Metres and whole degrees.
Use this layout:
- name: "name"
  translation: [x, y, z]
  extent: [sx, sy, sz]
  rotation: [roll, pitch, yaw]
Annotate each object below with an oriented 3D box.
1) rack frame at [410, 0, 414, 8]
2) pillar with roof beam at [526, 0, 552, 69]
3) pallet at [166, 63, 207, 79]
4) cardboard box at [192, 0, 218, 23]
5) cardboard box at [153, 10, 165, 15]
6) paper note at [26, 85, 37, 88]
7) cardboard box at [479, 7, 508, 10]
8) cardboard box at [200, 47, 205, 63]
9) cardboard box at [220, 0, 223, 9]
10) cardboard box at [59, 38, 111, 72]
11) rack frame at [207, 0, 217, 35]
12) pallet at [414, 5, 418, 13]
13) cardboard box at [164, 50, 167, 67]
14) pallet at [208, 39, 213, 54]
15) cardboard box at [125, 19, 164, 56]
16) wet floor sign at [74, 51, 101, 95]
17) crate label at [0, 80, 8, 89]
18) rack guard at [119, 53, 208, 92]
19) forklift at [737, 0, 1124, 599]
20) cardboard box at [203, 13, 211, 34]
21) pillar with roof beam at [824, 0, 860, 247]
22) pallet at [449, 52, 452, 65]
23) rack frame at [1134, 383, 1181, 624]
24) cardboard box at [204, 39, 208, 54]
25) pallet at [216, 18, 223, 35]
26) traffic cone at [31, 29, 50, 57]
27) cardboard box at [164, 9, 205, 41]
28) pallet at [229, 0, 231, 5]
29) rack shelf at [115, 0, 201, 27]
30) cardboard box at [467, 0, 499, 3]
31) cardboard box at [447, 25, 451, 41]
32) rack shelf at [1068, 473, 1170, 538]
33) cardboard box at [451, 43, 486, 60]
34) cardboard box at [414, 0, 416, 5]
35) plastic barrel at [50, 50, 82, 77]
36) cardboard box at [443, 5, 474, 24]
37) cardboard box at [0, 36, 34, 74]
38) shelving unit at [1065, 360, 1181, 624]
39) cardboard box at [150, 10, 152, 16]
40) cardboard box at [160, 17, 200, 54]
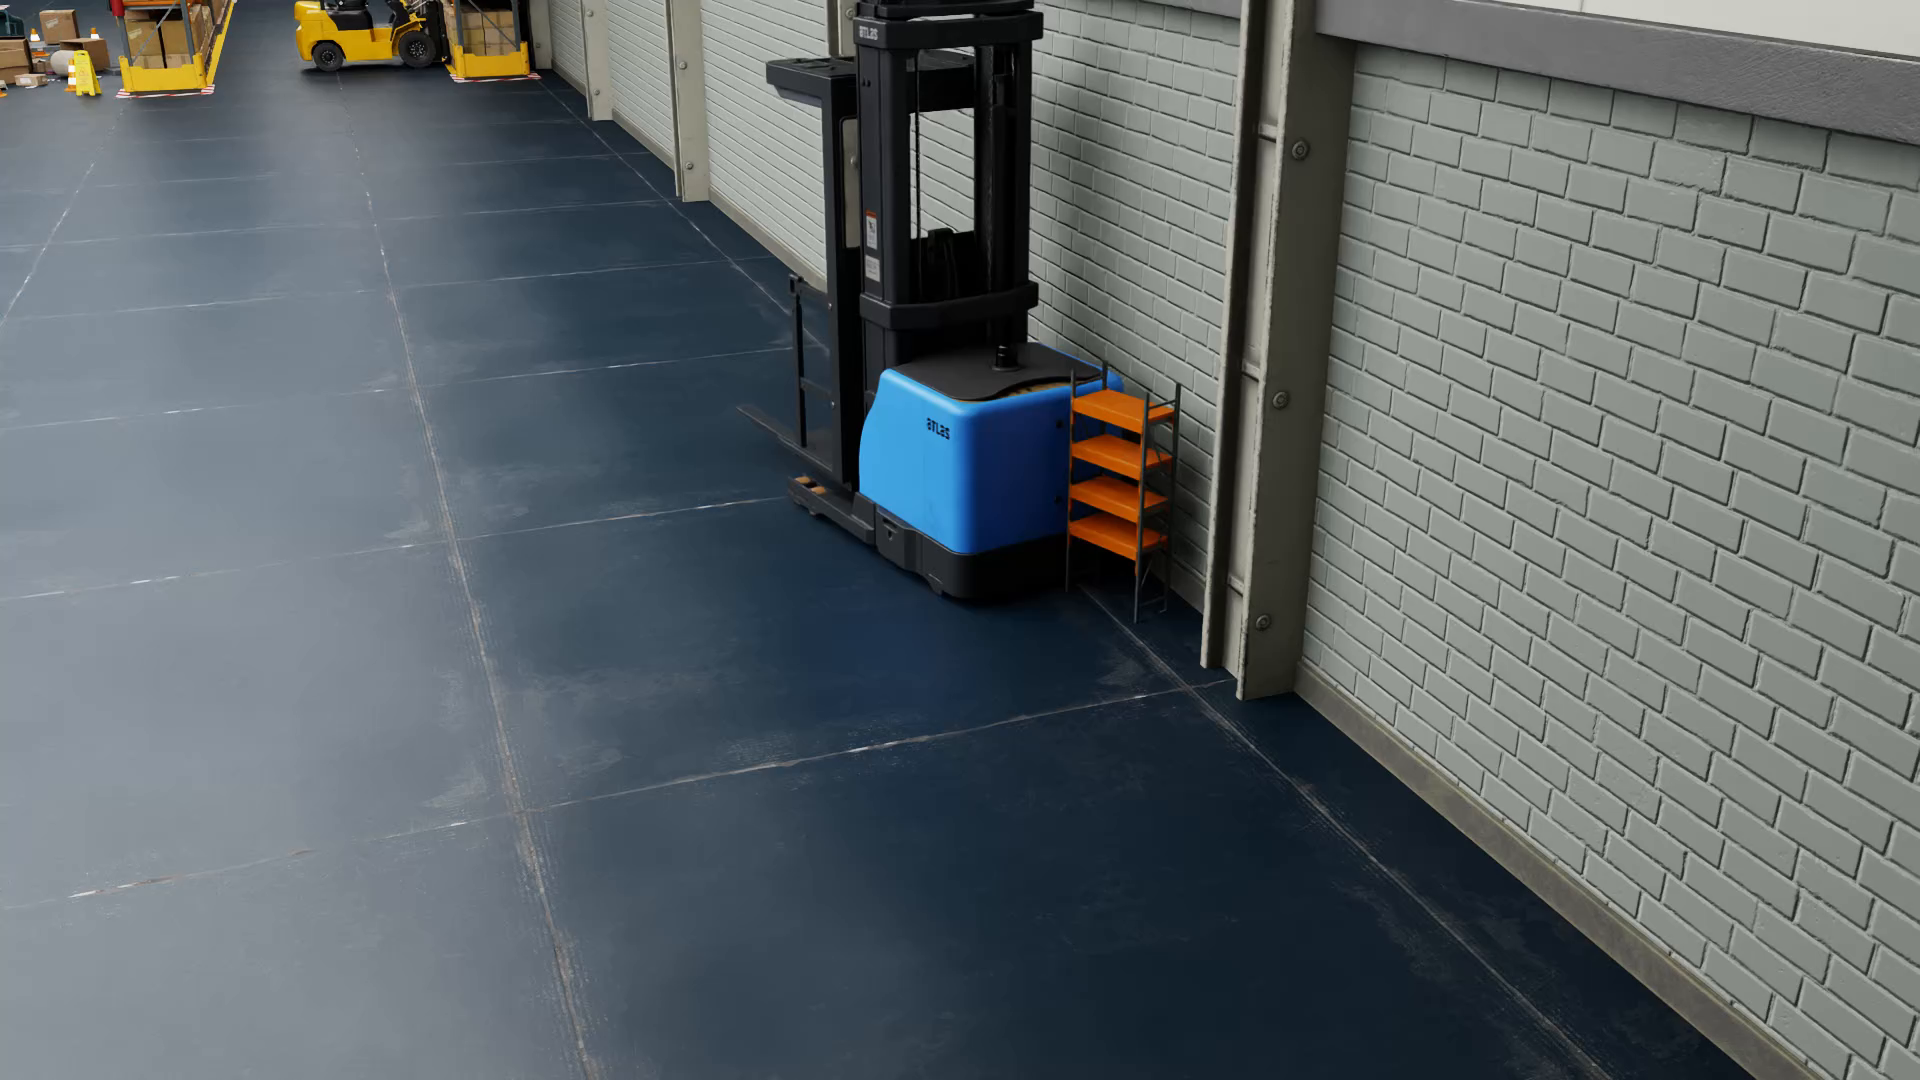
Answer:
- name: "rack frame"
  translation: [-11.967, -13.451, 37.302]
  extent: [1.000, 3.000, 0.127]
  rotation: [-8, 24, -19]
- name: "pillar with roof beam"
  translation: [-11.158, -11.642, 25.284]
  extent: [9.100, 9.000, 0.400]
  rotation: [-8, 24, -19]
- name: "pallet"
  translation: [-12.651, -7.451, 26.657]
  extent: [1.003, 0.211, 1.213]
  rotation: [-8, 24, -19]
- name: "cardboard box"
  translation: [-15.363, -10.792, 33.188]
  extent: [0.875, 0.875, 0.875]
  rotation: [-9, 24, -19]
- name: "cardboard box"
  translation: [-13.446, -8.501, 27.592]
  extent: [0.500, 0.500, 0.500]
  rotation: [-7, 24, -16]
- name: "paper note"
  translation: [-14.567, -7.111, 26.082]
  extent: [0.148, 0.019, 0.142]
  rotation: [-18, 29, -37]
- name: "cardboard box"
  translation: [-7.901, -8.860, 28.121]
  extent: [0.500, 0.250, 0.500]
  rotation: [-8, 24, -19]
- name: "cardboard box"
  translation: [-12.570, -7.853, 27.019]
  extent: [0.500, 0.250, 0.500]
  rotation: [-7, 24, -17]
- name: "cardboard box"
  translation: [-16.316, -11.769, 35.506]
  extent: [0.875, 0.875, 0.875]
  rotation: [-8, 24, -17]
- name: "cardboard box"
  translation: [-14.678, -8.135, 27.905]
  extent: [0.500, 0.500, 0.500]
  rotation: [8, 24, 18]
- name: "rack frame"
  translation: [-15.197, -11.315, 32.235]
  extent: [1.000, 3.000, 0.127]
  rotation: [-8, 24, -19]
- name: "pallet"
  translation: [-11.645, -11.876, 37.155]
  extent: [1.003, 0.211, 1.213]
  rotation: [-8, 24, -19]
- name: "cardboard box"
  translation: [-13.083, -7.781, 26.849]
  extent: [0.500, 0.250, 0.500]
  rotation: [-8, 24, -19]
- name: "pallet"
  translation: [-14.060, -8.860, 29.999]
  extent: [1.003, 0.211, 1.213]
  rotation: [-8, 24, -19]
- name: "cardboard box"
  translation: [-12.897, -7.936, 26.251]
  extent: [0.500, 0.500, 0.500]
  rotation: [-8, 24, -19]
- name: "wet floor sign"
  translation: [-13.304, -7.108, 25.283]
  extent: [0.267, 0.644, 0.232]
  rotation: [0, 23, -1]
- name: "crate label"
  translation: [-14.983, -7.070, 25.848]
  extent: [0.298, 0.136, 0.250]
  rotation: [18, 29, 36]
- name: "rack guard"
  translation: [-12.397, -7.284, 25.889]
  extent: [1.175, 0.500, 0.348]
  rotation: [-8, 24, -19]
- name: "forklift"
  translation: [-0.355, -1.579, 9.223]
  extent: [1.130, 2.935, 3.031]
  rotation: [-14, 26, -29]
- name: "cardboard box"
  translation: [-14.476, -9.548, 30.884]
  extent: [0.950, 0.372, 0.625]
  rotation: [-8, 24, -17]
- name: "pillar with roof beam"
  translation: [-4.800, -5.101, 9.767]
  extent: [9.100, 9.000, 0.400]
  rotation: [-8, 24, -19]
- name: "pallet"
  translation: [-8.465, -8.521, 29.194]
  extent: [1.003, 0.211, 1.213]
  rotation: [-8, 24, -19]
- name: "rack frame"
  translation: [0.961, -0.167, 8.102]
  extent: [0.240, 1.200, 0.015]
  rotation: [-19, 29, -37]
- name: "cardboard box"
  translation: [-13.126, -8.418, 28.361]
  extent: [0.500, 0.250, 0.500]
  rotation: [-9, 24, -20]
- name: "pallet"
  translation: [-15.405, -10.327, 33.481]
  extent: [1.003, 0.211, 1.213]
  rotation: [-8, 24, -19]
- name: "traffic cone"
  translation: [-16.569, -8.920, 29.817]
  extent: [0.336, 0.463, 0.334]
  rotation: [-8, 24, -19]
- name: "cardboard box"
  translation: [-12.961, -8.586, 27.793]
  extent: [0.500, 0.500, 0.500]
  rotation: [-7, 24, -16]
- name: "pallet"
  translation: [-17.667, -12.657, 39.009]
  extent: [1.003, 0.211, 1.213]
  rotation: [-8, 24, -19]
- name: "rack shelf"
  translation: [-13.077, -8.804, 27.202]
  extent: [1.077, 0.370, 4.000]
  rotation: [-8, 24, -19]
- name: "cardboard box"
  translation: [-8.427, -9.412, 29.430]
  extent: [0.500, 0.250, 0.500]
  rotation: [-8, 24, -19]
- name: "cardboard box"
  translation: [-8.360, -8.566, 28.066]
  extent: [0.500, 0.250, 0.500]
  rotation: [-9, 24, -20]
- name: "rack shelf"
  translation: [0.800, -0.177, 8.297]
  extent: [0.258, 0.148, 0.480]
  rotation: [-19, 29, -37]
- name: "cardboard box"
  translation: [-8.190, -8.145, 27.712]
  extent: [0.500, 0.250, 0.500]
  rotation: [-8, 24, -19]
- name: "cardboard box"
  translation: [-11.810, -12.094, 36.760]
  extent: [0.500, 0.500, 0.500]
  rotation: [-9, 24, -20]
- name: "plastic barrel"
  translation: [-14.517, -7.764, 27.126]
  extent: [0.512, 0.421, 0.421]
  rotation: [8, 24, 18]
- name: "cardboard box"
  translation: [-8.556, -8.969, 28.381]
  extent: [0.500, 0.250, 0.500]
  rotation: [-8, 24, -18]
- name: "cardboard box"
  translation: [-15.698, -7.950, 27.290]
  extent: [0.797, 0.637, 0.503]
  rotation: [-8, 24, -19]
- name: "shelving unit"
  translation: [0.800, -0.239, 8.271]
  extent: [0.258, 1.200, 0.503]
  rotation: [-19, 29, -37]
- name: "cardboard box"
  translation: [-13.176, -8.451, 26.637]
  extent: [0.380, 0.149, 0.250]
  rotation: [-8, 24, -18]
- name: "cardboard box"
  translation: [-12.406, -8.020, 26.451]
  extent: [0.500, 0.500, 0.500]
  rotation: [-9, 25, -21]
